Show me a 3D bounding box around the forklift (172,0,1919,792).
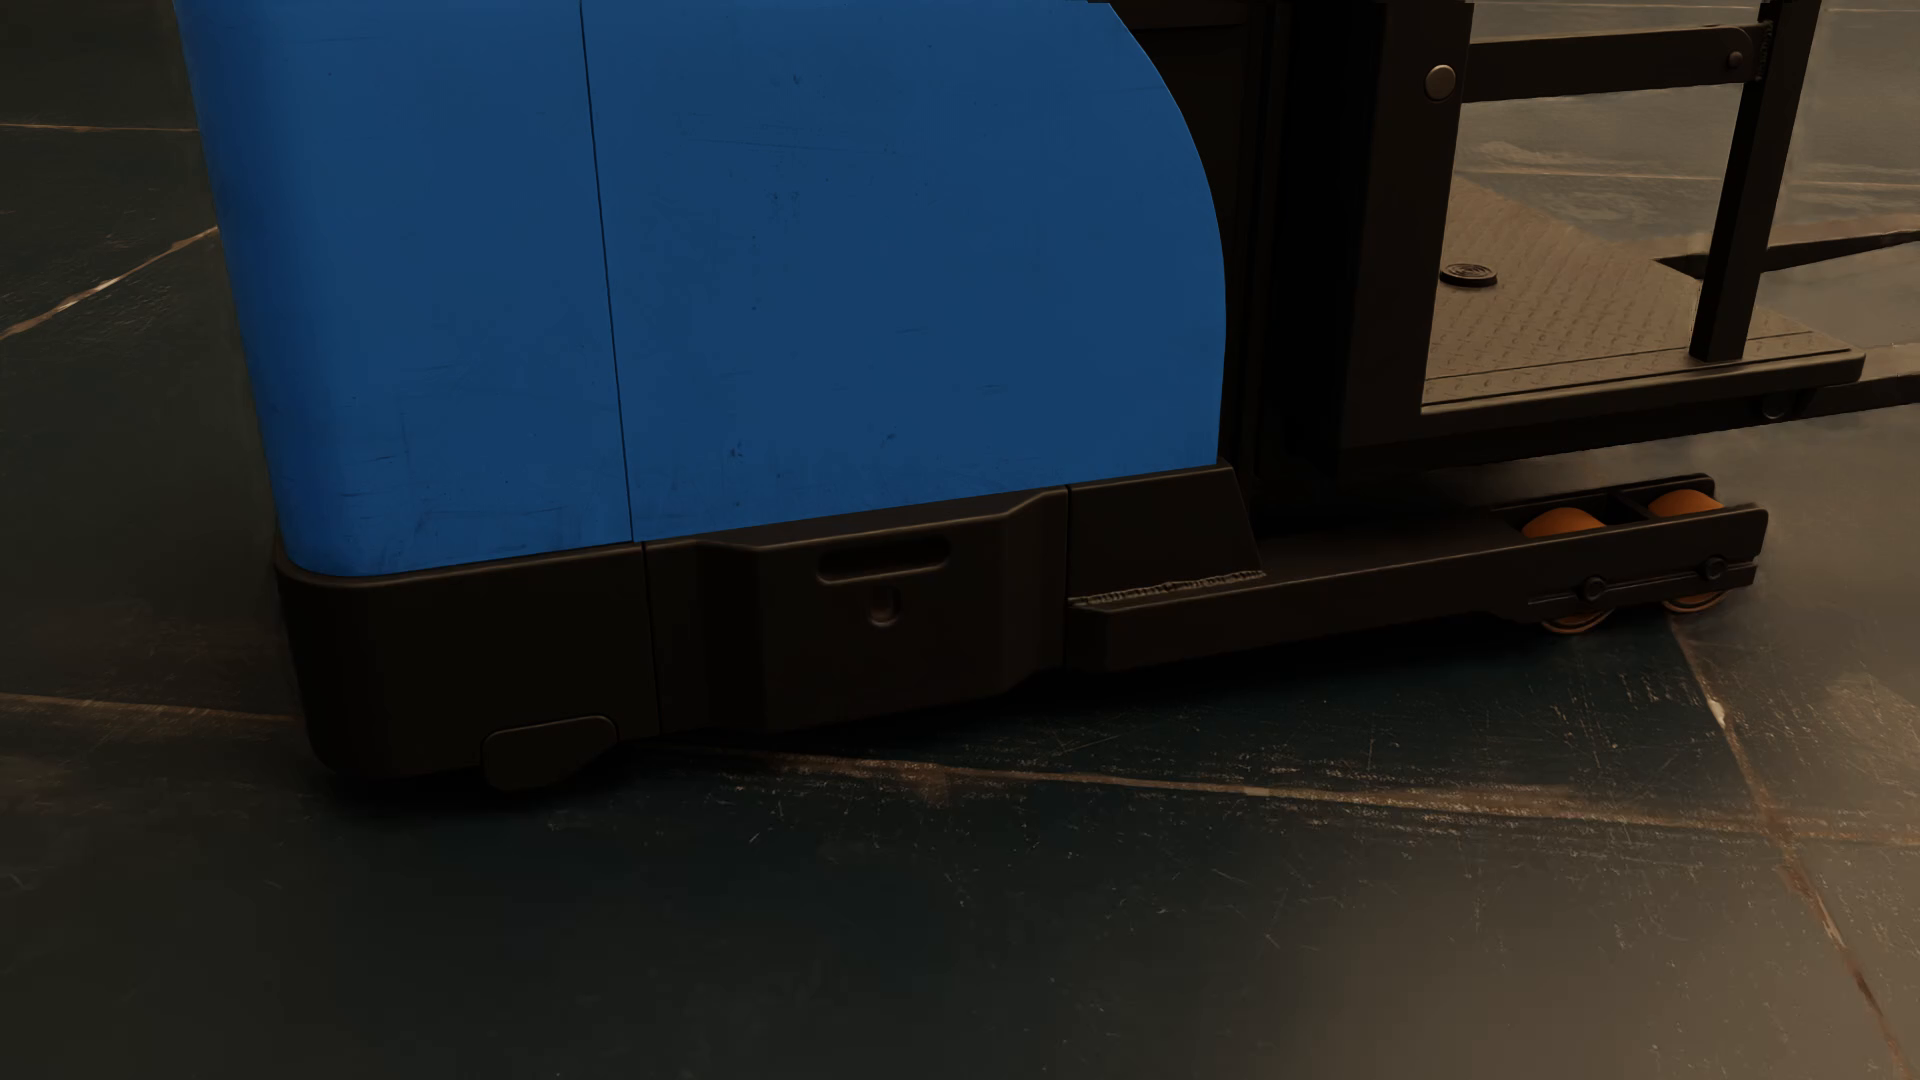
[{"bbox_3d":[0.583,-1.401,2.026,3.031,2.935,1.130,-8,28,-16],"label":"forklift"}]
